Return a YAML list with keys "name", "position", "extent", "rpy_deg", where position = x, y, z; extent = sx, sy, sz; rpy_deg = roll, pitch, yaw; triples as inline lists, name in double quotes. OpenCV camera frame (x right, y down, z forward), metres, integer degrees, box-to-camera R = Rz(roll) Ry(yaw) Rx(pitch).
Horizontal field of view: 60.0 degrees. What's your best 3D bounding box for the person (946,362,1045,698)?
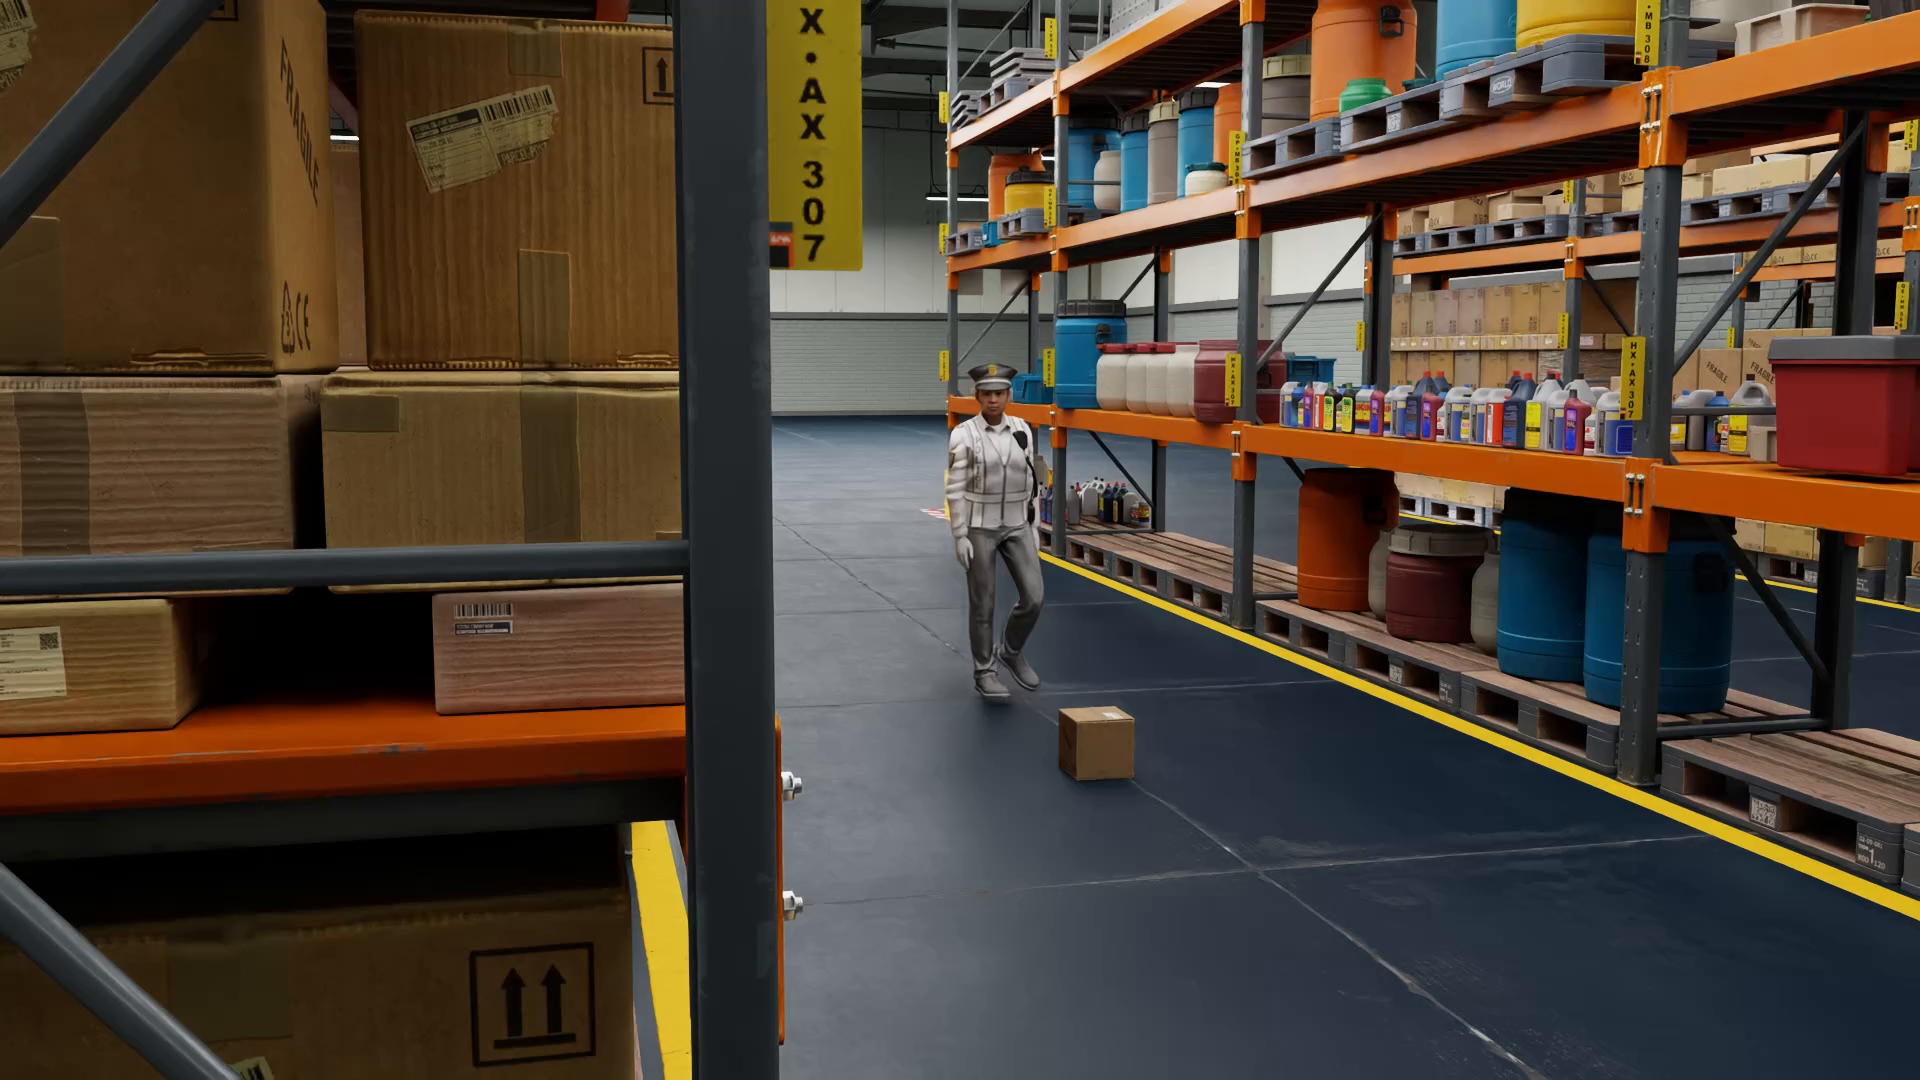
- name: "person"
  position: [0.177, -0.040, 8.262]
  extent: [0.515, 1.675, 0.418]
  rpy_deg: [-2, 6, -16]
